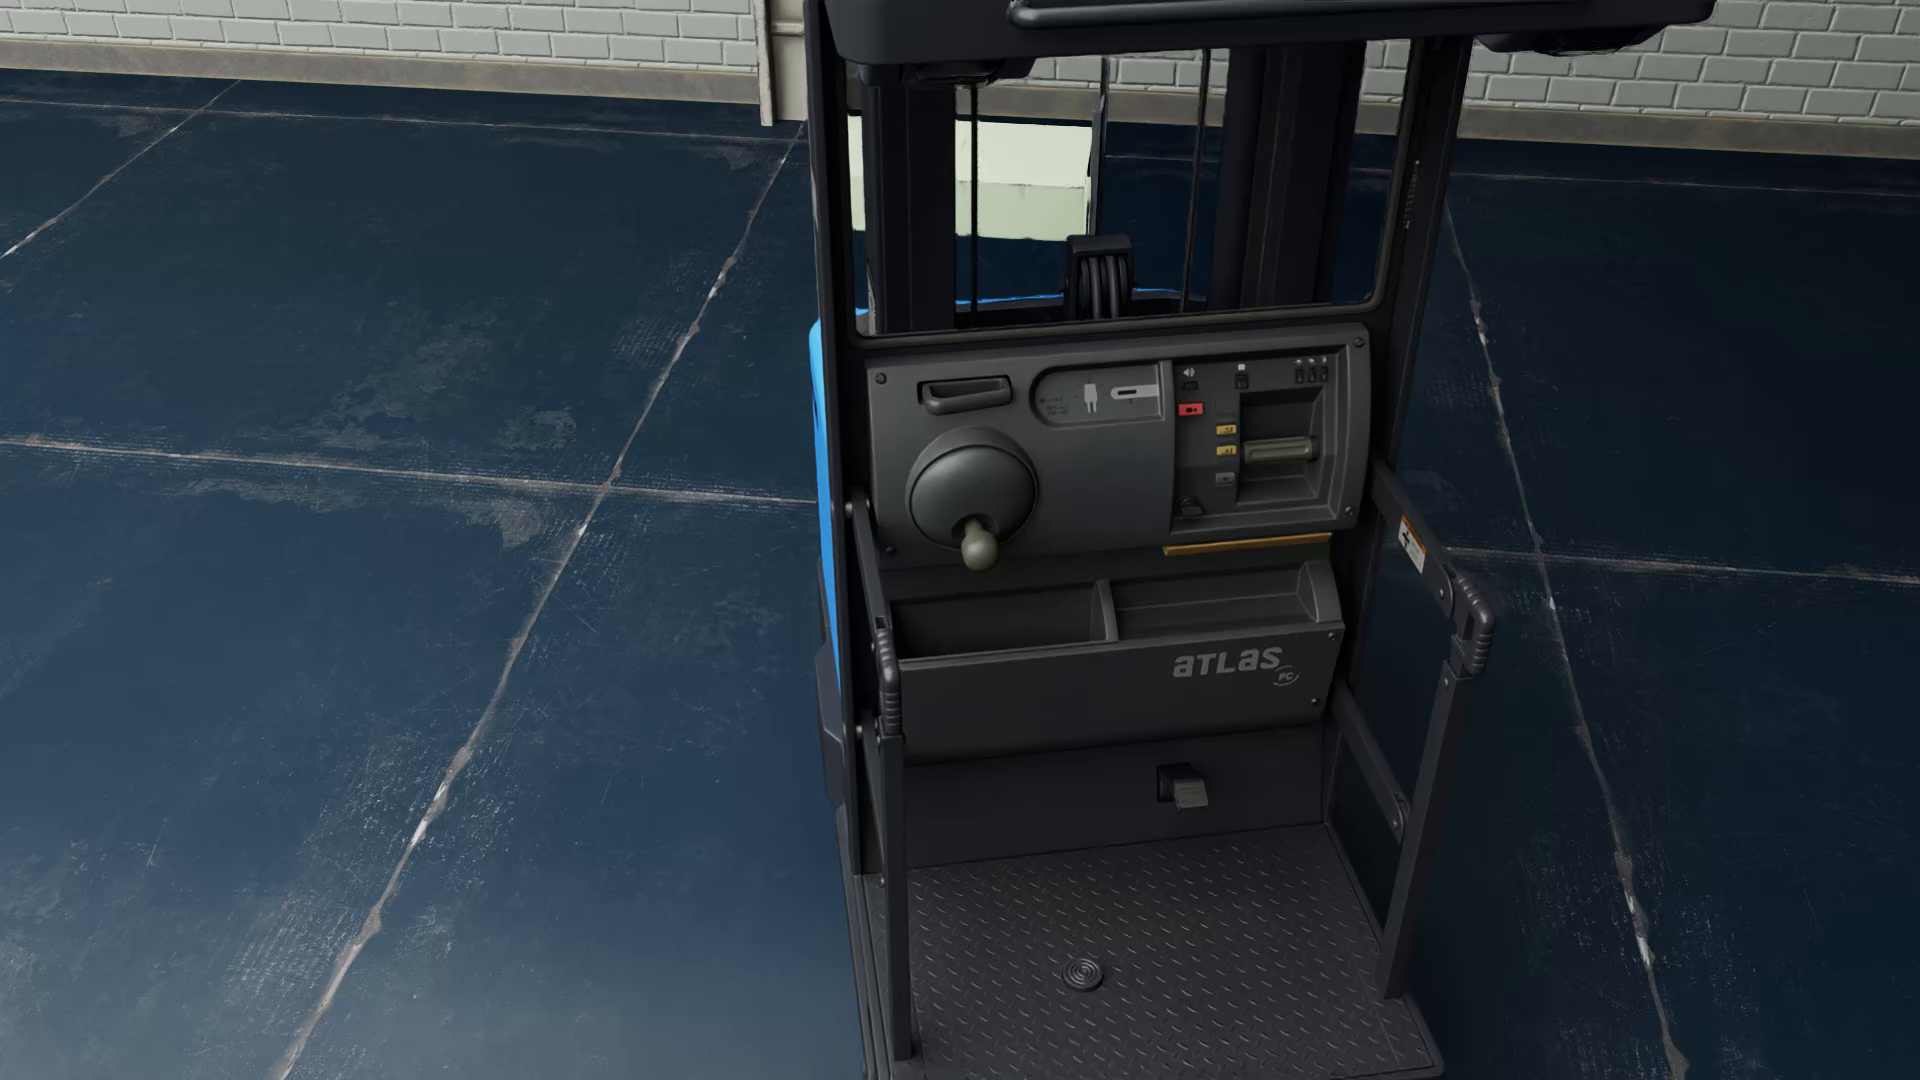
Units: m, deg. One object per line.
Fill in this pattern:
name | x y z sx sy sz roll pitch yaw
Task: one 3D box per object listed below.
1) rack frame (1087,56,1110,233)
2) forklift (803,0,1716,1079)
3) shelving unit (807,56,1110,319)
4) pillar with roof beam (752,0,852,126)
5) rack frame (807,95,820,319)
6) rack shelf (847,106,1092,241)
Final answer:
rack frame | 0.370 -0.583 4.776 0.023 1.500 0.400 4 36 6
forklift | 0.333 -0.103 2.871 1.130 2.935 3.031 -5 36 -7
shelving unit | 0.007 -0.610 4.814 0.755 1.500 0.431 4 36 6
pillar with roof beam | -1.297 -3.268 2.082 0.400 9.000 9.100 4 36 6
rack frame | -0.356 -0.637 4.852 0.023 1.500 0.400 4 36 6
rack shelf | 0.007 -0.928 4.587 0.720 0.370 0.431 4 36 6
